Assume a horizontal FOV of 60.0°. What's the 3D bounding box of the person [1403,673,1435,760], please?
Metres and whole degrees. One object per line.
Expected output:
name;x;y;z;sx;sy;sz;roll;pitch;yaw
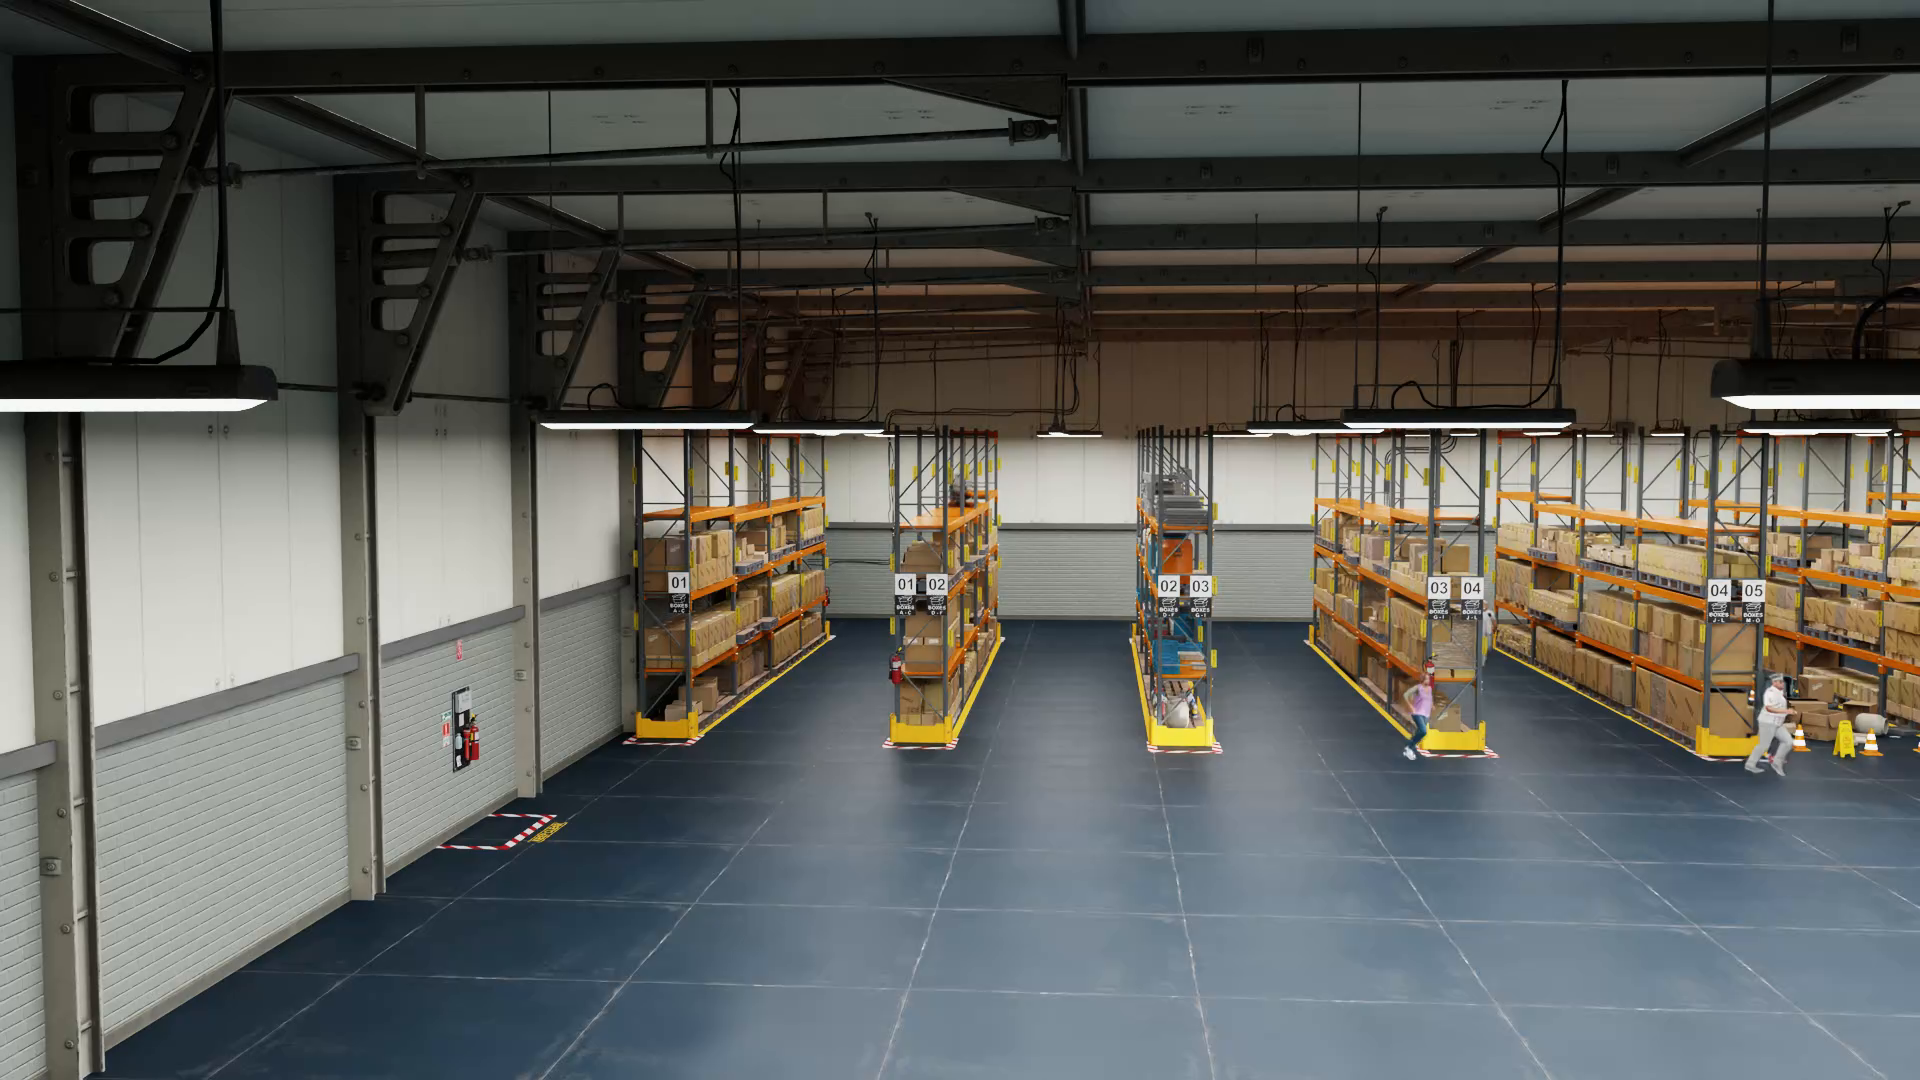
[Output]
person;8.244;3.146;29.782;0.561;1.551;0.595;-2;4;-29

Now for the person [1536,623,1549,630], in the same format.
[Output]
person;16.581;2.020;47.326;0.640;1.731;0.708;0;3;-7

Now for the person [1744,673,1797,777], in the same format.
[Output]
person;13.895;3.153;28.384;0.653;1.808;0.805;-3;5;-44

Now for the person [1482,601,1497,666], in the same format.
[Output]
person;13.387;2.371;42.417;0.602;1.647;0.531;1;3;10
